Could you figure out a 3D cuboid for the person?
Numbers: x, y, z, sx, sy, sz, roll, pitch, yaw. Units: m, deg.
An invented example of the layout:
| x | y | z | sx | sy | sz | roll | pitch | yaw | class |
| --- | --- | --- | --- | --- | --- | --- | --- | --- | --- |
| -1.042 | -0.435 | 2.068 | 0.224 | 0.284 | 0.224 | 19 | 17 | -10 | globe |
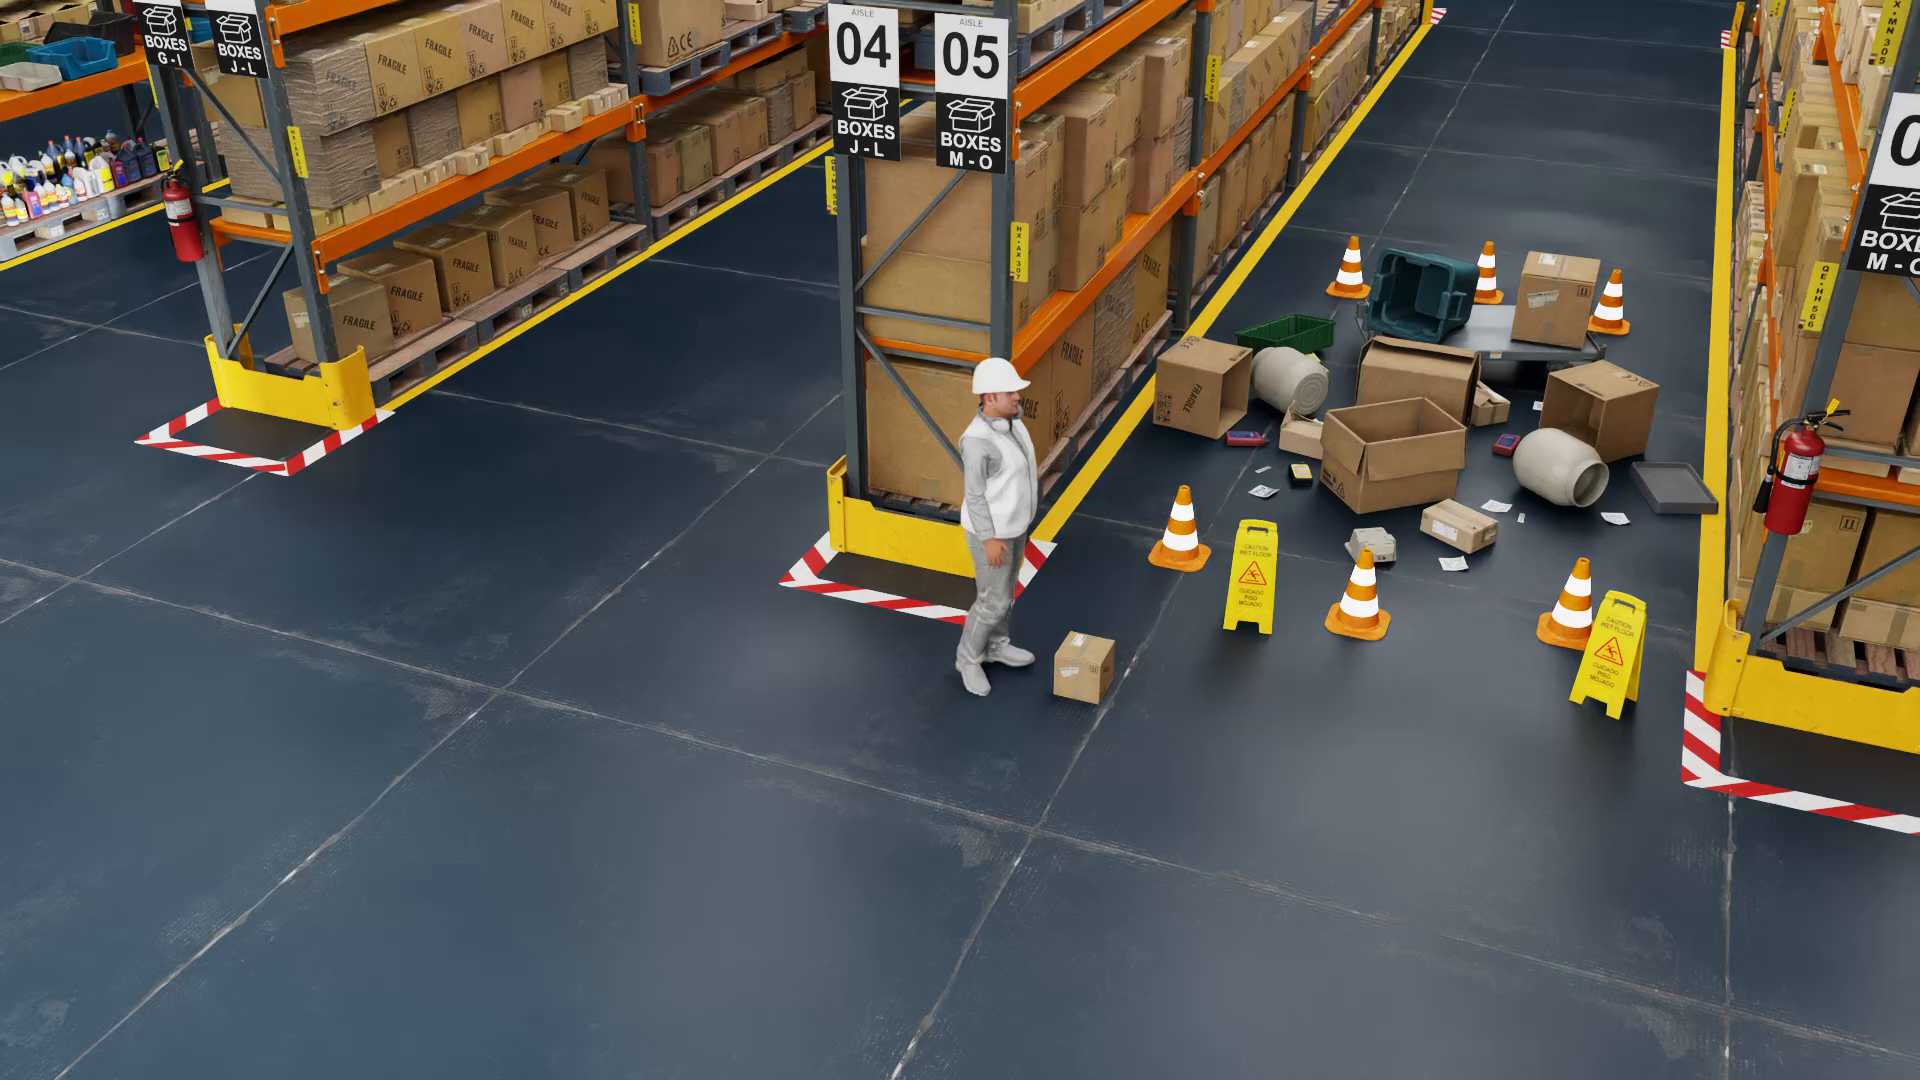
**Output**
| x | y | z | sx | sy | sz | roll | pitch | yaw | class |
| --- | --- | --- | --- | --- | --- | --- | --- | --- | --- |
| 0.191 | -0.083 | 8.515 | 0.379 | 1.793 | 0.546 | 11 | 31 | 19 | person |
